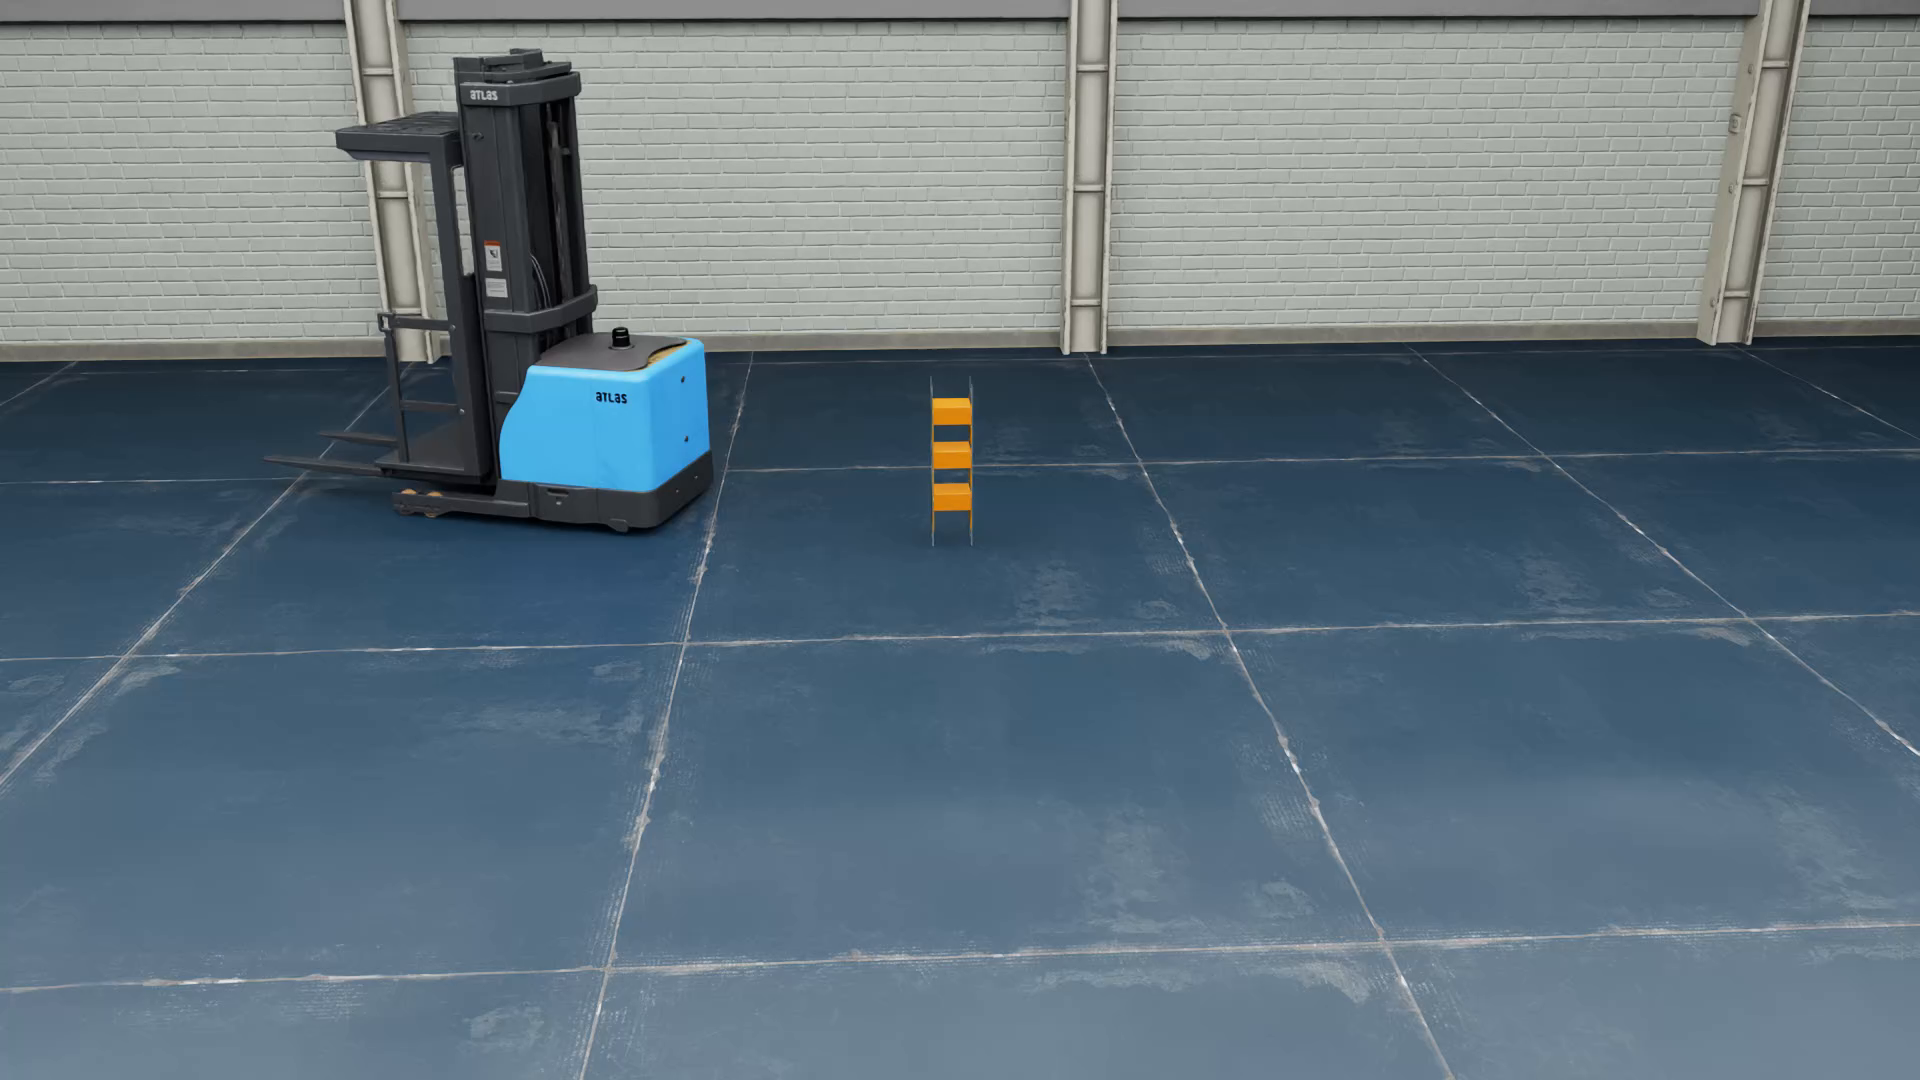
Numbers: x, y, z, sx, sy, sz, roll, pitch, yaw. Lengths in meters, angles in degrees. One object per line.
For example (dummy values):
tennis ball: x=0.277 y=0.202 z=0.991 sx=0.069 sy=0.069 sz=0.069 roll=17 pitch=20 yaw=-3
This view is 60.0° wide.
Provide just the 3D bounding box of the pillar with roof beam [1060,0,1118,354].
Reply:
pillar with roof beam: x=1.369 y=-4.413 z=9.565 sx=0.400 sy=9.000 sz=9.100 roll=-1 pitch=21 yaw=-3

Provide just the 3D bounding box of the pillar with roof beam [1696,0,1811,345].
pillar with roof beam: x=7.359 y=-4.535 z=9.885 sx=0.400 sy=9.000 sz=9.100 roll=-1 pitch=21 yaw=-3

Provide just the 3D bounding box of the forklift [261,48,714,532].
forklift: x=-3.273 y=-1.693 z=10.949 sx=3.031 sy=2.935 sz=1.130 roll=6 pitch=22 yaw=14

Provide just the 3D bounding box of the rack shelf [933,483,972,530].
rack shelf: x=-0.053 y=-0.220 z=10.534 sx=0.240 sy=0.259 sz=0.215 roll=-1 pitch=21 yaw=-3

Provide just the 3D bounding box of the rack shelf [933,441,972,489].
rack shelf: x=-0.053 y=-0.480 z=10.435 sx=0.240 sy=0.259 sz=0.215 roll=-1 pitch=21 yaw=-3

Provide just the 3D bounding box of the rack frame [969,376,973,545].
rack frame: x=0.068 y=-0.492 z=10.438 sx=0.008 sy=1.050 sz=0.200 roll=-1 pitch=21 yaw=-3

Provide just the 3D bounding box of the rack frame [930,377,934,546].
rack frame: x=-0.175 y=-0.487 z=10.425 sx=0.008 sy=1.050 sz=0.200 roll=-1 pitch=21 yaw=-3

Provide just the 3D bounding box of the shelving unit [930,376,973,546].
shelving unit: x=-0.053 y=-0.490 z=10.431 sx=0.252 sy=1.050 sz=0.215 roll=-1 pitch=21 yaw=-3

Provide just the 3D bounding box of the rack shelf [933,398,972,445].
rack shelf: x=-0.053 y=-0.745 z=10.334 sx=0.240 sy=0.259 sz=0.215 roll=-1 pitch=21 yaw=-3

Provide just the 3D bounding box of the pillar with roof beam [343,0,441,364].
pillar with roof beam: x=-4.622 y=-4.291 z=9.245 sx=0.400 sy=9.000 sz=9.100 roll=-1 pitch=21 yaw=-3
